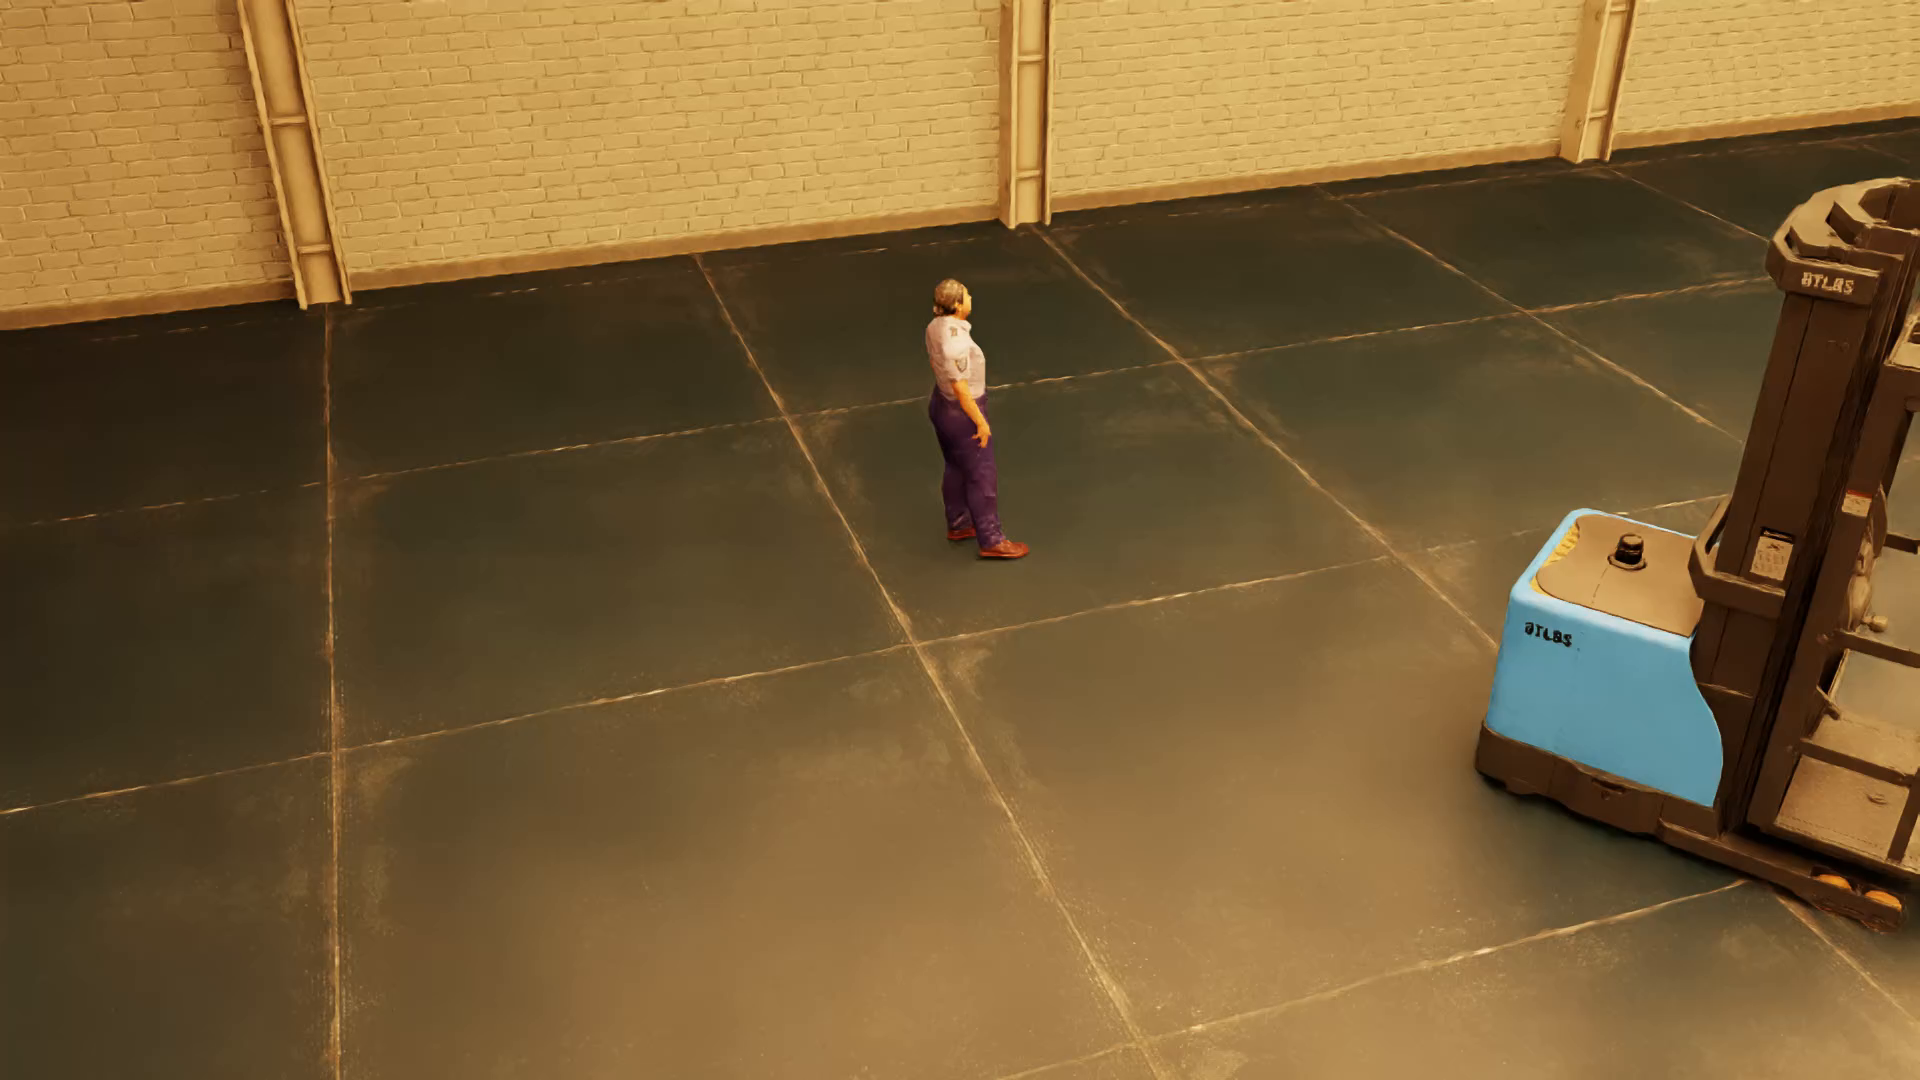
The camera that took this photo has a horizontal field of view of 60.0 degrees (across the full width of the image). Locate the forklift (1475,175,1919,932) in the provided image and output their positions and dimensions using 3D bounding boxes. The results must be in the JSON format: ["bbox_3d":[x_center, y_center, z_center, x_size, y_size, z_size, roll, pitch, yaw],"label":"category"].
[{"bbox_3d":[3.985,0.099,6.915,3.031,2.935,1.130,19,35,29],"label":"forklift"}]

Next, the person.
[{"bbox_3d":[0.092,-0.724,9.618,0.502,1.650,0.599,-10,31,-16],"label":"person"}]
